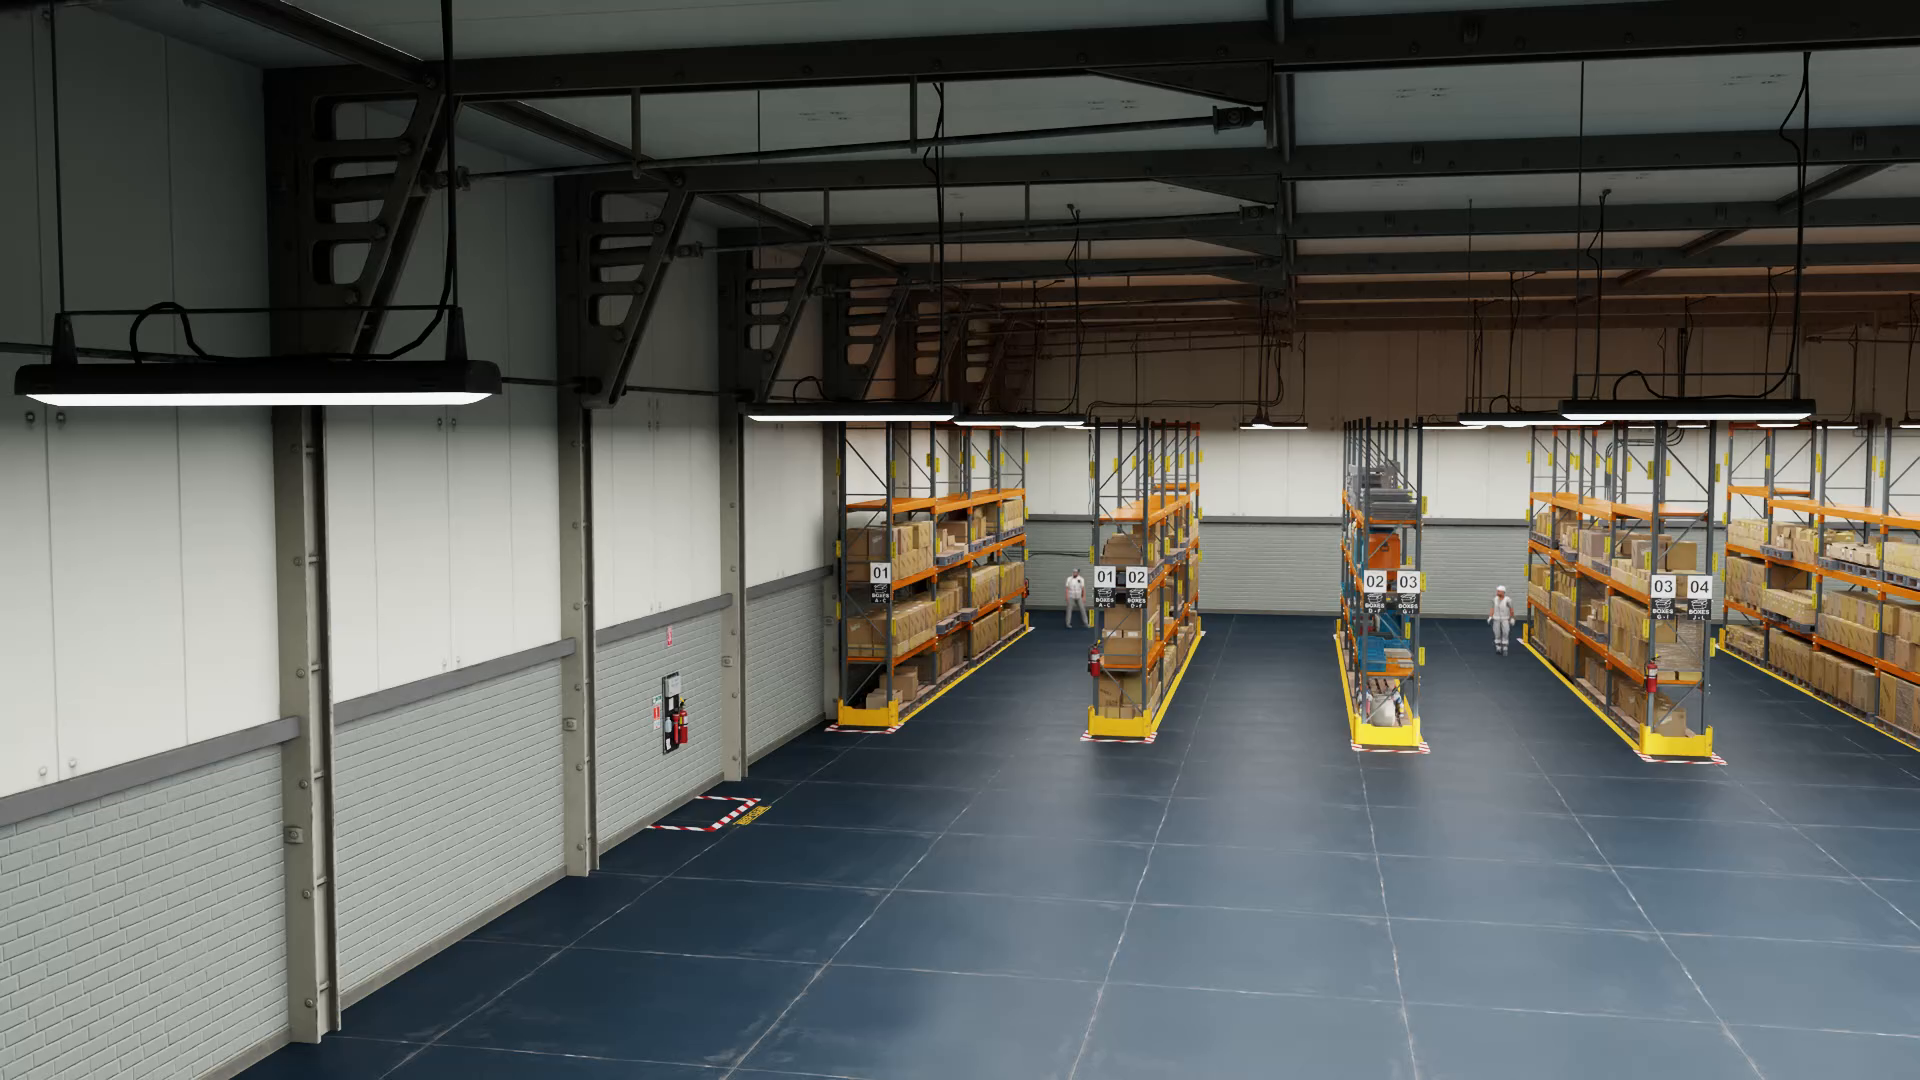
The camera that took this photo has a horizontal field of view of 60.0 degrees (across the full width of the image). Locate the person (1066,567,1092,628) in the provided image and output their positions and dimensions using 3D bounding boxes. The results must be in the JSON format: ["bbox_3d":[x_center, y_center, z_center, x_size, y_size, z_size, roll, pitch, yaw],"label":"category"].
[{"bbox_3d":[3.475,1.682,48.744,0.732,1.780,0.466,-1,4,-9],"label":"person"}]

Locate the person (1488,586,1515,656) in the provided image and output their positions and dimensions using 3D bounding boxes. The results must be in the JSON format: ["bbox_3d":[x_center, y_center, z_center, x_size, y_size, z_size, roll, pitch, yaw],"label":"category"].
[{"bbox_3d":[13.894,2.048,42.686,0.671,1.734,0.979,1,4,18],"label":"person"}]
